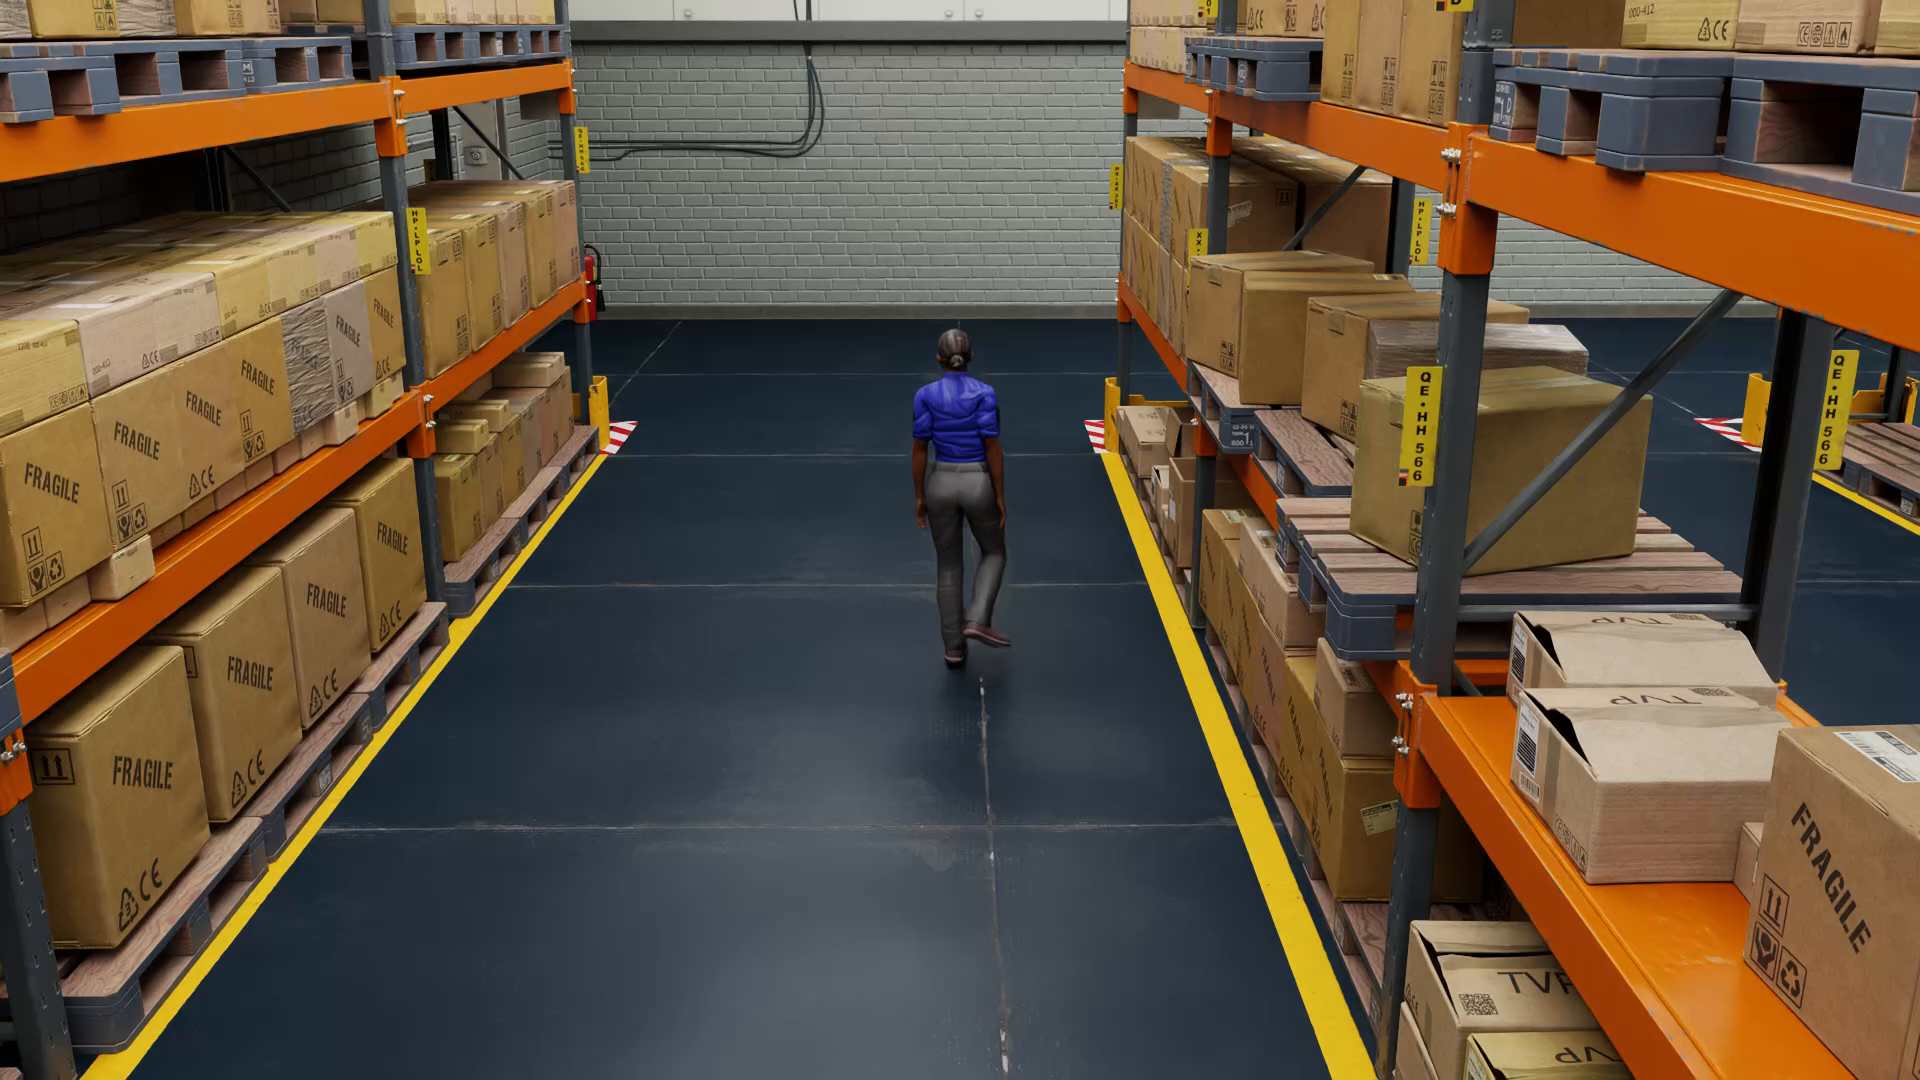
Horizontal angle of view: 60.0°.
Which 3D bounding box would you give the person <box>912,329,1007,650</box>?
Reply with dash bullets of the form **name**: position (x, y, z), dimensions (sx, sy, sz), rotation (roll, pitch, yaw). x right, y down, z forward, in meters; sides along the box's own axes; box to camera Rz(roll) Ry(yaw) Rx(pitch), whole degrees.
- **person**: position (-0.004, -0.239, 8.178), dimensions (0.483, 1.578, 0.436), rotation (3, 17, 9)
